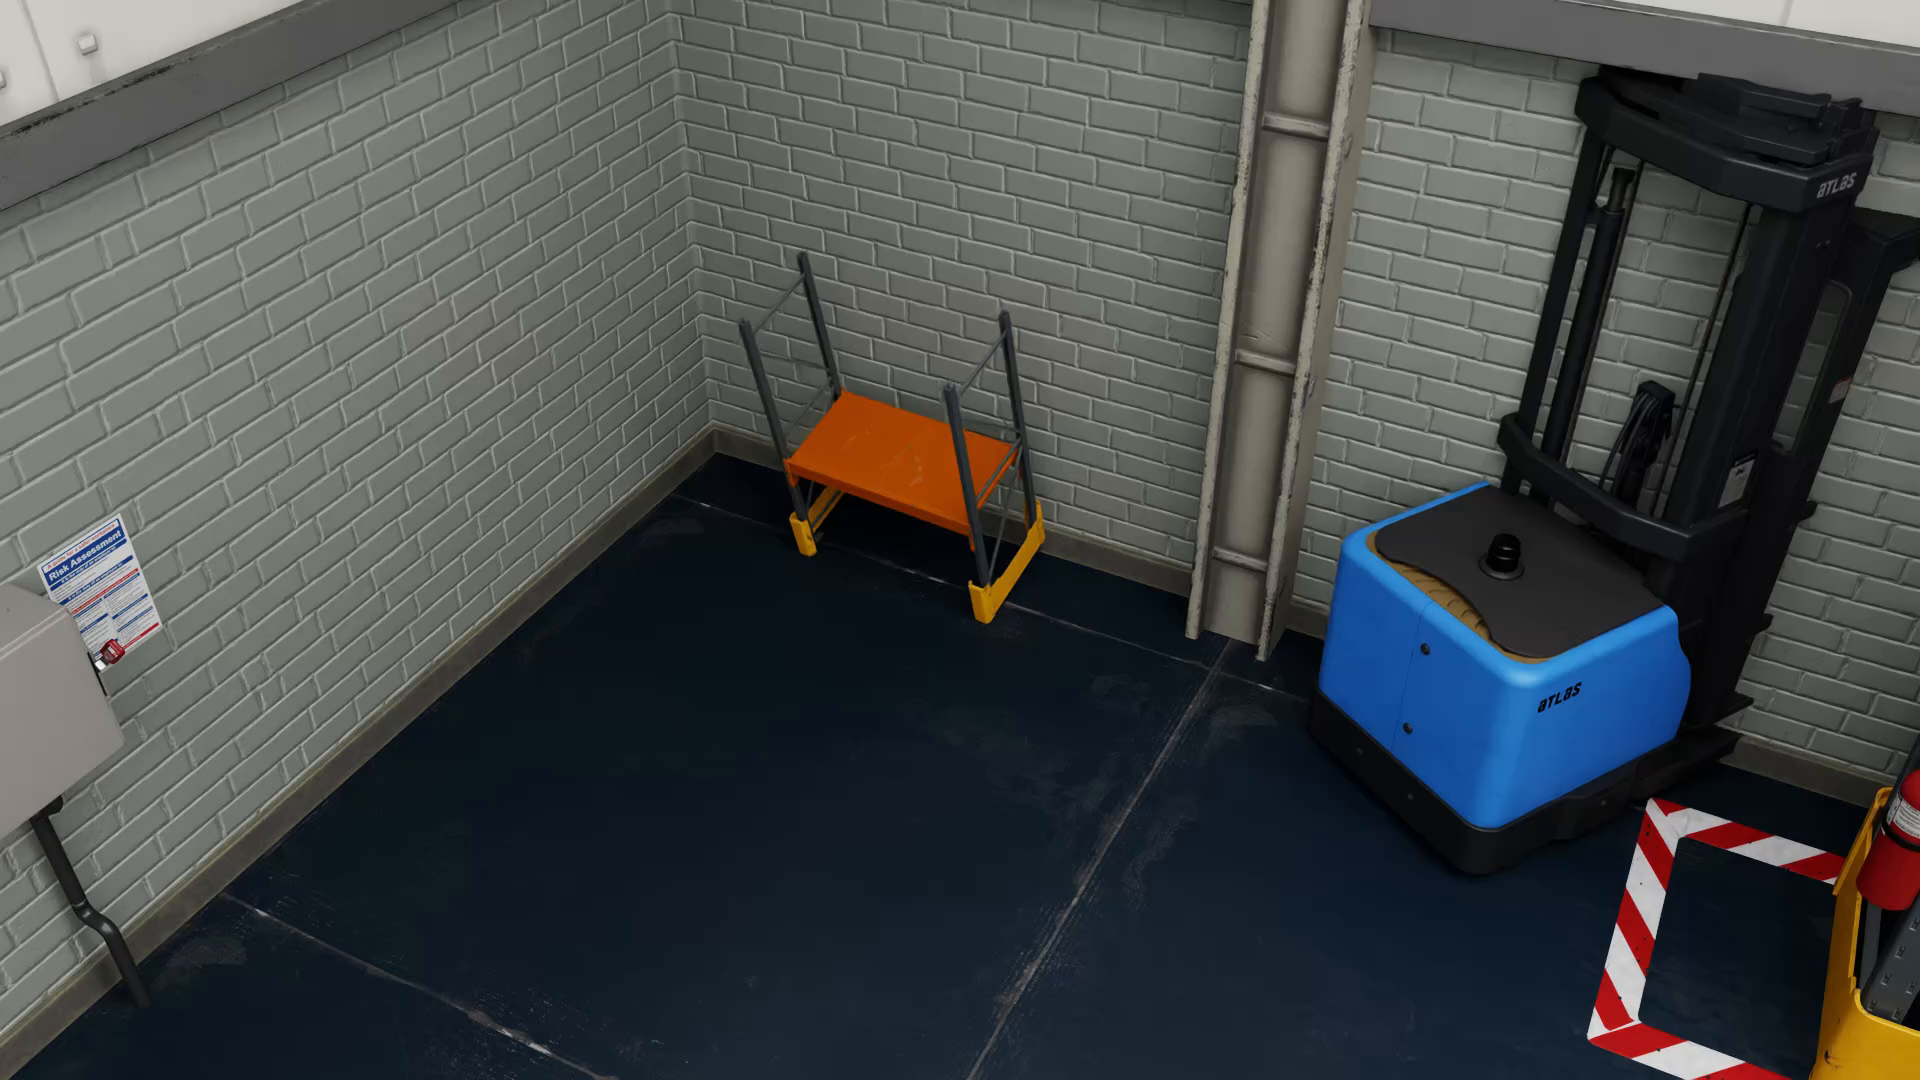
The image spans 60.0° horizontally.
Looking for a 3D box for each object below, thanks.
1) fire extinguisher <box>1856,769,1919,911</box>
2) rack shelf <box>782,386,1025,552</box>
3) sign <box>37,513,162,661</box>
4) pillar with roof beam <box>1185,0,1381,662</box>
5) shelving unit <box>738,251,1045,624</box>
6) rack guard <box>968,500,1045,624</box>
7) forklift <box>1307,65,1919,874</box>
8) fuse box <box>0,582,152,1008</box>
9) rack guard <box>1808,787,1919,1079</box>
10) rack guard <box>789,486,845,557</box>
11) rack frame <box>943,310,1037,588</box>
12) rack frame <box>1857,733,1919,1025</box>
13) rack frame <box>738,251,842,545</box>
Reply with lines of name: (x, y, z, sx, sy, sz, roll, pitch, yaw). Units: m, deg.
fire extinguisher: (2.920, 0.842, 5.052, 0.183, 0.674, 0.296, 17, 41, 21)
rack shelf: (-0.252, -0.340, 7.676, 1.000, 0.185, 0.538, 20, 56, 24)
sign: (-2.895, 0.194, 5.612, 0.001, 0.494, 0.329, 17, 41, 21)
pillar with roof beam: (-0.696, -0.857, 1.956, 0.400, 9.000, 9.100, 17, 41, 21)
shelving unit: (-0.283, -0.457, 7.543, 1.083, 1.500, 0.587, 20, 56, 24)
rack guard: (0.225, 0.095, 7.817, 0.087, 0.250, 0.587, 20, 56, 24)
forklift: (3.015, -0.527, 6.539, 3.031, 2.935, 1.130, -19, 41, -24)
fuse box: (-2.938, 0.992, 5.548, 0.414, 1.711, 0.539, 17, 41, 21)
rack guard: (3.331, 1.472, 5.917, 0.348, 0.500, 1.175, 17, 41, 21)
rack guard: (-0.633, -0.213, 8.218, 0.087, 0.250, 0.587, 20, 56, 24)
rack frame: (0.163, -0.297, 7.334, 0.032, 1.500, 0.500, 20, 56, 24)
rack frame: (3.263, 0.455, 5.189, 0.127, 3.000, 1.000, 17, 41, 21)
rack frame: (-0.713, -0.611, 7.743, 0.032, 1.500, 0.500, 20, 56, 24)
